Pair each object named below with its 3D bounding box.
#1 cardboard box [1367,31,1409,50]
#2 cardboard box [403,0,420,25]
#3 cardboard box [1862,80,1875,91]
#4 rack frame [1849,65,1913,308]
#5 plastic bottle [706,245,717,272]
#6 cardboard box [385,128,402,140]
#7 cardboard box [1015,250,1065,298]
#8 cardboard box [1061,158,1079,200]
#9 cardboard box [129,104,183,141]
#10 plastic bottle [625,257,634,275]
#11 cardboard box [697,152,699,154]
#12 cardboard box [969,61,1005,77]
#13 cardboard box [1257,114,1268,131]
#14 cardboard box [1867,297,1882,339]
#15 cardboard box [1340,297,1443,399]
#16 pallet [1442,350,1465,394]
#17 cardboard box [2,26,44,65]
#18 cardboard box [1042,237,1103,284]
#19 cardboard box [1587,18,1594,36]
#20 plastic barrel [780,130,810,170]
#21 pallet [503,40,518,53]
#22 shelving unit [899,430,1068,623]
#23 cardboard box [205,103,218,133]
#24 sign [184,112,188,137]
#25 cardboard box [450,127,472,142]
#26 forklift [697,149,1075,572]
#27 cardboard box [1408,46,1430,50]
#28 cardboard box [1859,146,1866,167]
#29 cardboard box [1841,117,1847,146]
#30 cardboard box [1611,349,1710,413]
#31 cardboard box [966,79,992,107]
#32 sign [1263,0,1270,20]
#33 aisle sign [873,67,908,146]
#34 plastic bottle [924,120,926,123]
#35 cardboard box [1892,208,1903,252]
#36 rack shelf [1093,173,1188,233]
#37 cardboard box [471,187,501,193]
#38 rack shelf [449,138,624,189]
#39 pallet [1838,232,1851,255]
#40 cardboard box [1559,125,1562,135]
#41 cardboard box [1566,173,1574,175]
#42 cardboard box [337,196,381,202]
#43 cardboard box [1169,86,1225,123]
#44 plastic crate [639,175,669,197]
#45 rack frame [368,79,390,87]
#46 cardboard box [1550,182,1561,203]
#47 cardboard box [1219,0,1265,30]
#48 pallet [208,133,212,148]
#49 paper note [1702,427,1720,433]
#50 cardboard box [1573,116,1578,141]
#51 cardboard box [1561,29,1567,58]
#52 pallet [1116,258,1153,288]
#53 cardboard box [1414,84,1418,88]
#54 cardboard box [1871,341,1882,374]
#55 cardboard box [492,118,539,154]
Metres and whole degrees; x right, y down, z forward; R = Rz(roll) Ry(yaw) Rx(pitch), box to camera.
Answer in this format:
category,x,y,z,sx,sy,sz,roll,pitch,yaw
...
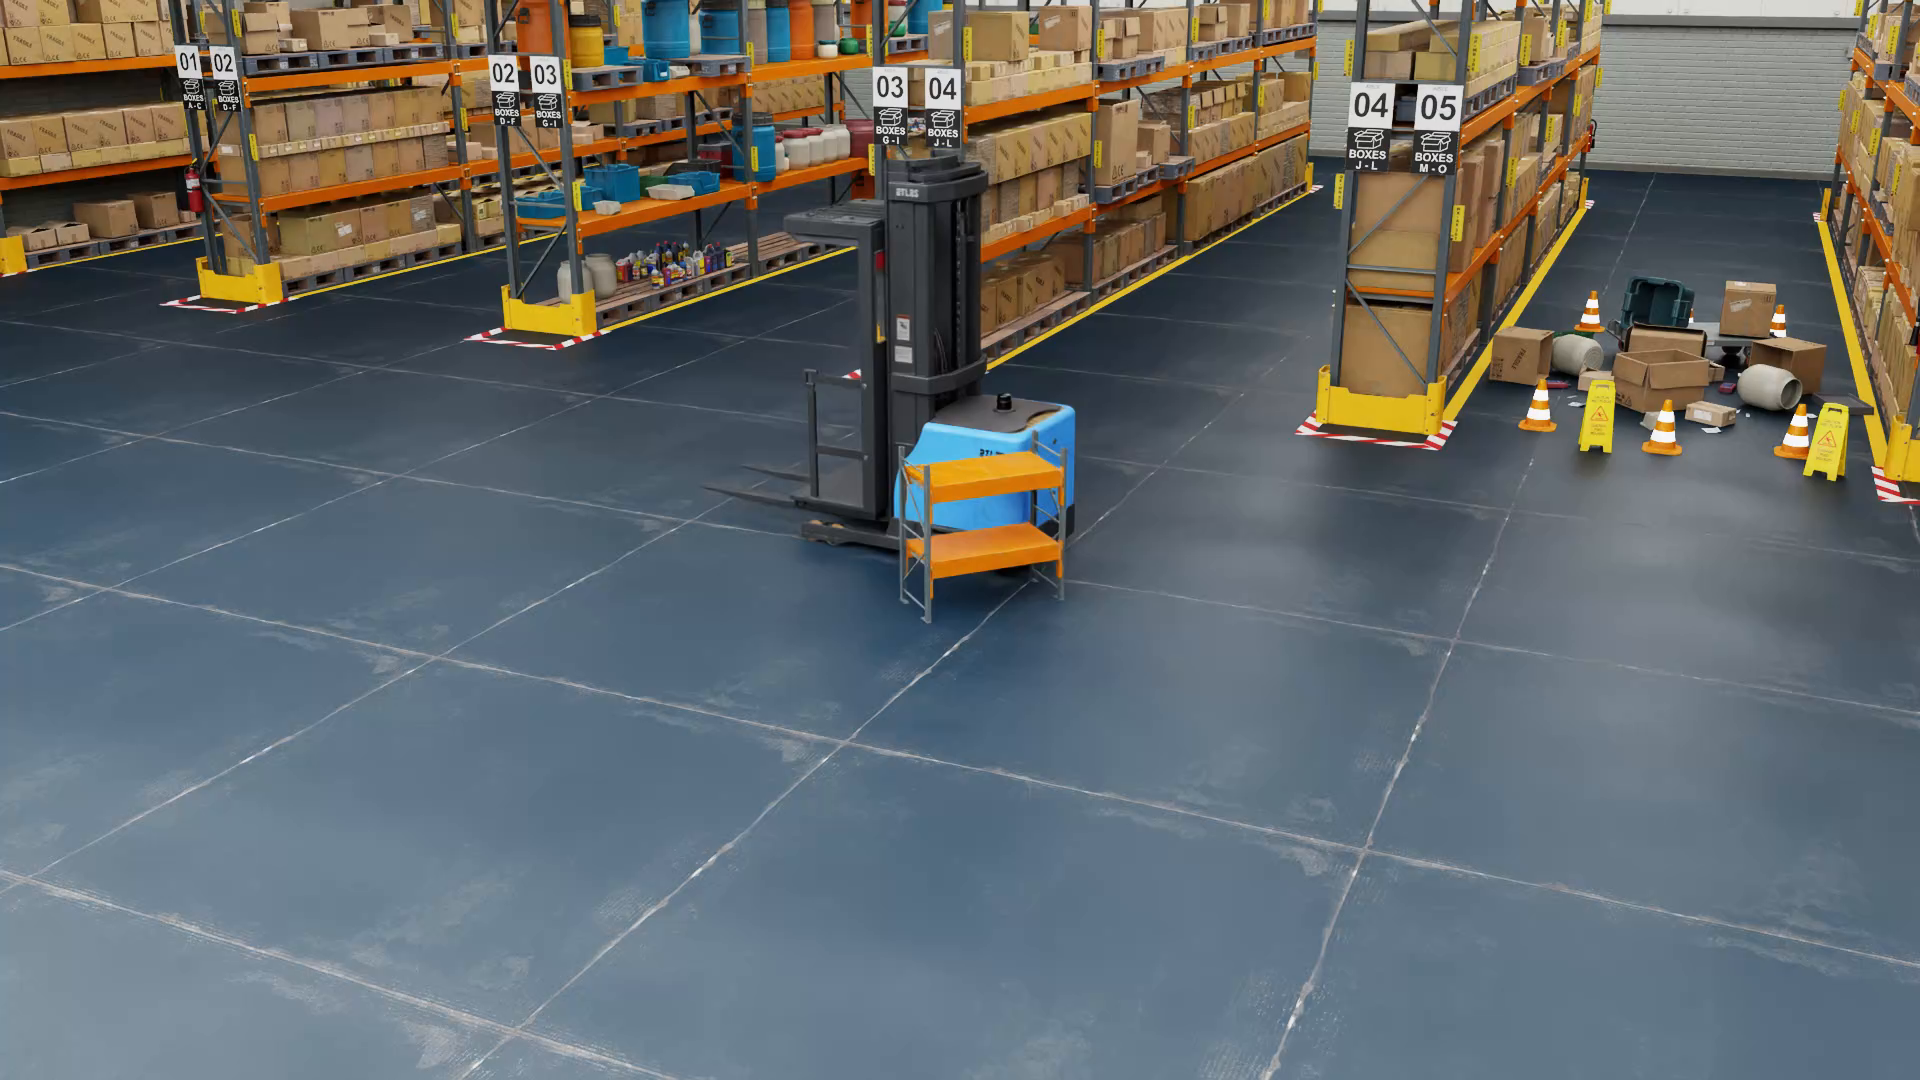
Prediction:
category,x,y,z,sx,sy,sz,roll,pitch,yaw
cardboard box,3.993,-4.681,15.588,0.380,0.149,0.250,9,21,23
cardboard box,-10.389,-9.729,30.567,0.700,0.500,0.500,7,21,20
cardboard box,13.949,-6.904,25.296,0.380,0.149,0.250,8,21,22
rack frame,11.894,-4.337,20.688,1.000,3.000,0.127,9,21,23
plastic bottle,-3.383,-3.818,22.525,0.144,0.351,0.185,7,21,20
cardboard box,-8.155,-5.764,23.583,0.380,0.149,0.250,8,21,22
cardboard box,1.015,-3.378,21.094,0.500,0.500,0.500,8,21,21
cardboard box,0.974,-4.533,20.644,0.875,0.500,0.500,9,21,23
cardboard box,-12.452,-6.465,25.746,0.500,0.500,0.500,8,21,22
plastic bottle,-4.404,-3.592,22.002,0.152,0.276,0.135,8,21,21
cardboard box,-5.174,-7.031,31.336,0.500,0.500,0.500,9,21,23
cardboard box,0.263,-5.068,17.895,0.380,0.149,0.250,9,22,25
cardboard box,4.922,-7.097,28.228,0.500,0.250,0.500,8,21,22
cardboard box,10.760,-2.455,18.691,0.950,0.372,0.625,10,22,26
cardboard box,4.278,-1.953,16.529,0.875,0.875,0.875,9,21,23
pallet,4.818,-1.853,17.864,1.003,0.211,1.213,9,21,23
cardboard box,-13.362,-6.988,23.485,0.500,0.500,0.500,10,22,26
cardboard box,1.486,-3.689,21.938,0.700,0.500,0.500,7,21,19
cardboard box,9.818,-8.204,26.563,0.500,0.250,0.500,9,21,24
plastic barrel,-2.411,-5.705,24.330,0.433,0.535,0.433,0,20,0
pallet,-6.835,-7.820,26.286,1.003,0.211,1.213,10,22,25
shelving unit,0.157,-0.106,11.589,1.048,1.125,0.538,-8,21,-22
cardboard box,-12.102,-6.919,27.141,0.700,0.500,0.500,9,21,23
sign,-9.948,-5.348,21.448,0.100,0.325,0.005,9,21,23
cardboard box,-9.575,-7.655,32.599,0.750,0.750,0.750,9,22,24
forklift,-0.655,-1.482,12.762,3.031,2.935,1.130,10,22,26
cardboard box,4.212,-4.609,15.978,0.500,0.250,0.500,9,21,23
cardboard box,12.471,-5.160,22.481,0.500,0.250,0.500,8,21,21
cardboard box,14.530,-6.564,26.801,0.500,0.500,0.500,8,21,22
cardboard box,7.028,-1.600,16.717,0.797,0.503,0.637,-5,20,-15
cardboard box,0.010,-4.706,17.472,0.500,0.250,0.500,9,22,24
sign,4.990,-8.654,27.107,0.100,0.325,0.005,9,21,23
aisle sign,-0.722,-4.499,17.262,0.394,0.787,0.004,9,21,23
plastic bottle,-0.593,-7.293,29.297,0.097,0.201,0.097,0,20,0
cardboard box,9.822,-3.206,16.913,0.500,0.500,0.500,8,21,23
rack shelf,2.034,-4.747,22.913,1.077,0.370,4.000,9,21,23
cardboard box,-7.503,-5.477,26.532,0.500,0.311,0.500,8,21,23
rack shelf,-7.002,-6.107,26.738,1.077,0.370,4.000,9,21,23
pallet,13.915,-4.468,25.217,1.003,0.211,1.213,9,21,23
cardboard box,8.992,-6.279,25.453,0.380,0.149,0.250,9,22,24
cardboard box,10.472,-6.301,28.949,0.380,0.149,0.250,9,21,24
cardboard box,-8.706,-4.686,24.026,0.500,0.500,0.500,9,21,23
cardboard box,3.705,-6.843,26.087,0.797,0.503,0.637,9,22,24
plastic crate,-4.117,-4.678,21.962,0.450,0.188,0.662,9,21,23
rack frame,-10.704,-7.736,30.245,1.000,3.000,0.127,9,21,23
cardboard box,8.900,-5.319,25.435,0.500,0.250,0.500,8,21,21
cardboard box,4.757,-8.873,28.039,0.700,0.500,0.500,7,21,20
pallet,-11.896,-6.637,27.440,1.003,0.211,1.213,9,21,23
paper note,7.189,-1.055,15.890,0.148,0.019,0.142,1,20,4
cardboard box,9.604,-6.665,26.640,0.500,0.500,0.500,9,21,23
cardboard box,8.012,-6.738,22.813,0.500,0.500,0.500,9,21,23
pallet,2.031,-3.773,23.263,1.003,0.211,1.213,9,21,23
cardboard box,4.305,-4.539,16.379,0.380,0.149,0.250,8,21,22
cardboard box,9.768,-1.874,17.237,0.500,0.250,0.500,8,21,20
cardboard box,-7.071,-6.429,26.419,0.500,0.500,0.500,9,21,23
